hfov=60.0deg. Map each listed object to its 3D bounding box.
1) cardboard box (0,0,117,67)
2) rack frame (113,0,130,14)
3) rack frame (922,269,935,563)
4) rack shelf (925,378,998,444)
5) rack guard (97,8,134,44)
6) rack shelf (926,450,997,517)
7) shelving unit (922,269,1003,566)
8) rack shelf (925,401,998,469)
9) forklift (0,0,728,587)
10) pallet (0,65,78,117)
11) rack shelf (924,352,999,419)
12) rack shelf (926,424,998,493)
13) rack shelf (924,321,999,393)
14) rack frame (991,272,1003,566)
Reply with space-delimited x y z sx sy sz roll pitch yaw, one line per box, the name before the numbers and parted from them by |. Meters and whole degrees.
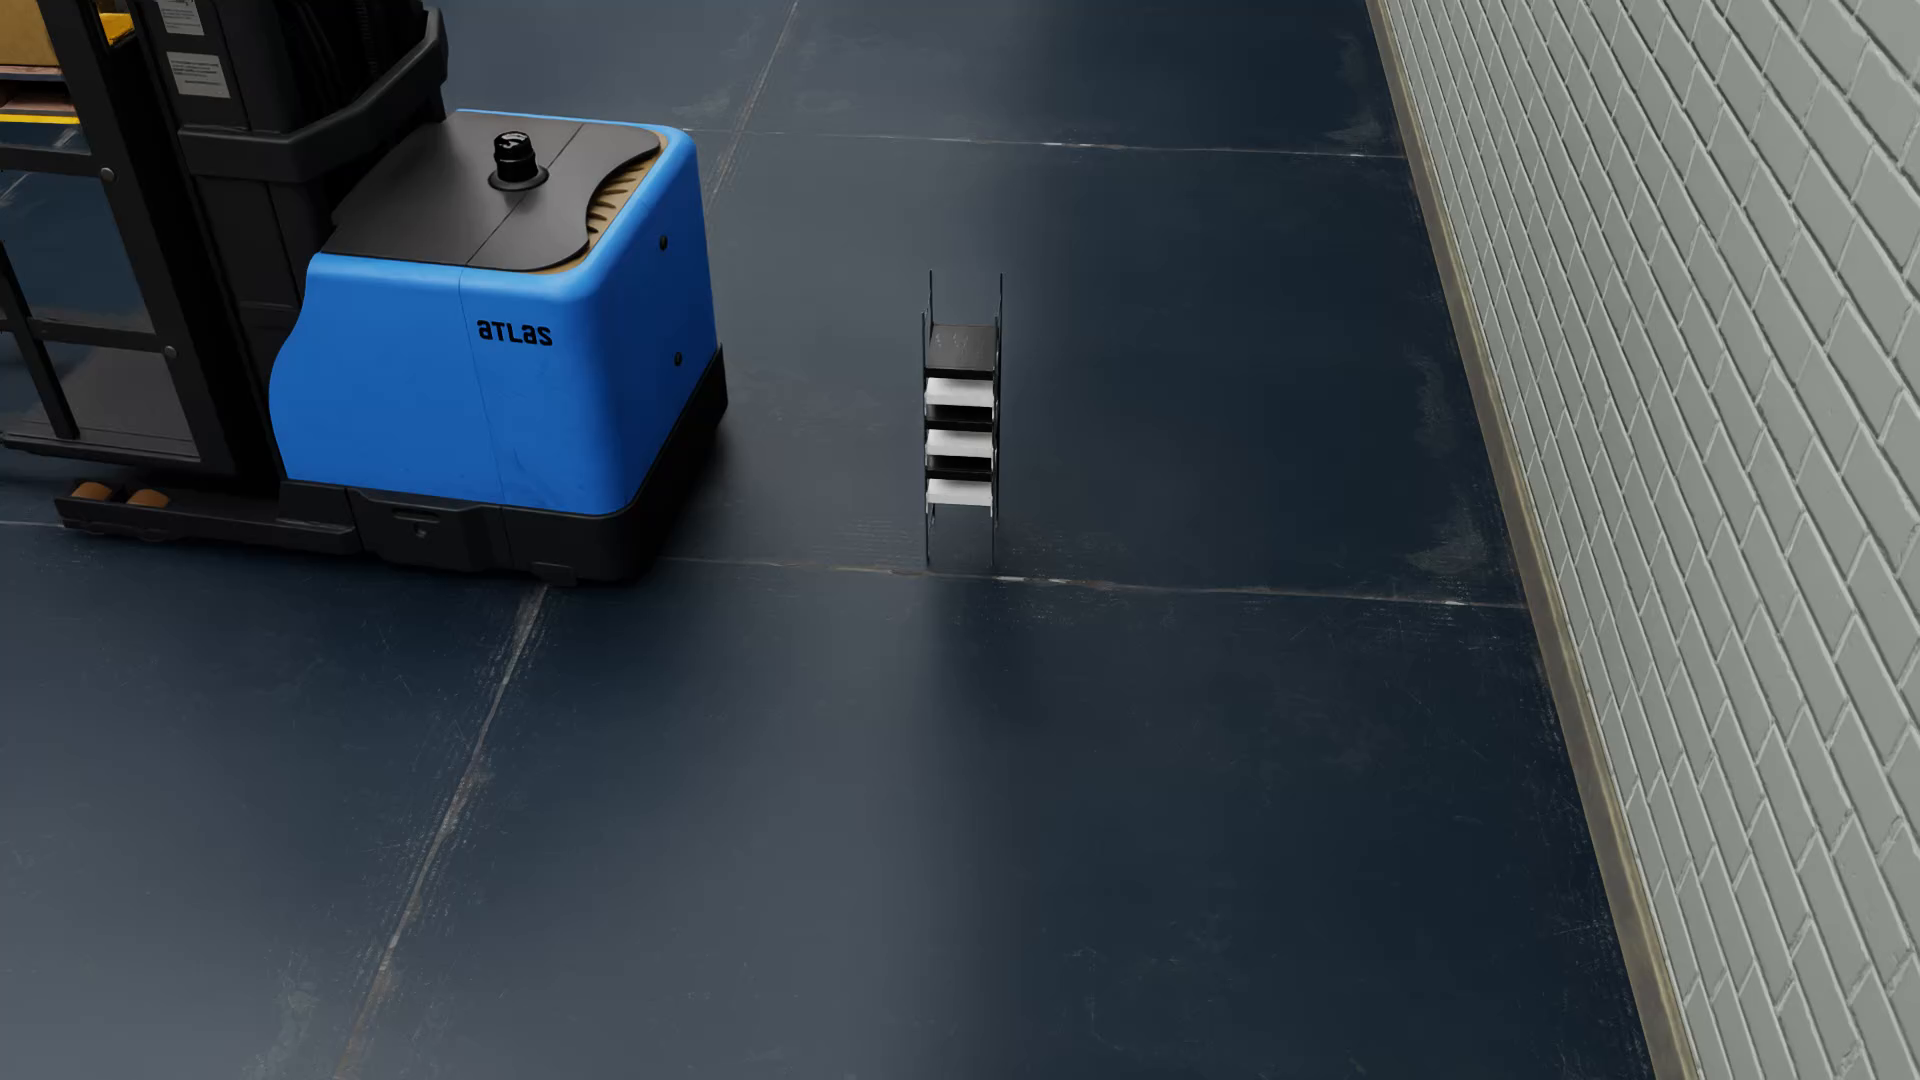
cardboard box | -4.285 -2.769 7.627 0.875 0.875 0.875 3 39 4
rack frame | -3.640 -3.446 7.108 0.127 3.000 1.000 3 39 4
rack frame | -0.093 -0.354 4.972 0.006 0.900 0.240 3 39 4
rack shelf | 0.008 -0.392 4.930 0.200 0.077 0.258 3 39 4
rack guard | -3.616 -2.475 7.895 0.348 0.500 1.175 3 39 4
rack shelf | 0.008 -0.183 5.100 0.200 0.077 0.258 3 39 4
shelving unit | 0.008 -0.349 4.965 0.210 0.900 0.258 3 39 4
rack shelf | 0.008 -0.323 4.986 0.200 0.077 0.258 3 39 4
forklift | -2.364 -1.450 4.709 3.031 2.935 1.130 7 40 8
pallet | -4.444 -2.359 7.981 1.213 0.211 1.003 3 39 4
rack shelf | 0.008 -0.462 4.873 0.200 0.077 0.258 3 39 4
rack shelf | 0.008 -0.253 5.043 0.200 0.077 0.258 3 39 4
rack shelf | 0.008 -0.532 4.816 0.200 0.077 0.258 3 39 4
rack frame | 0.109 -0.343 4.959 0.006 0.900 0.240 3 39 4
